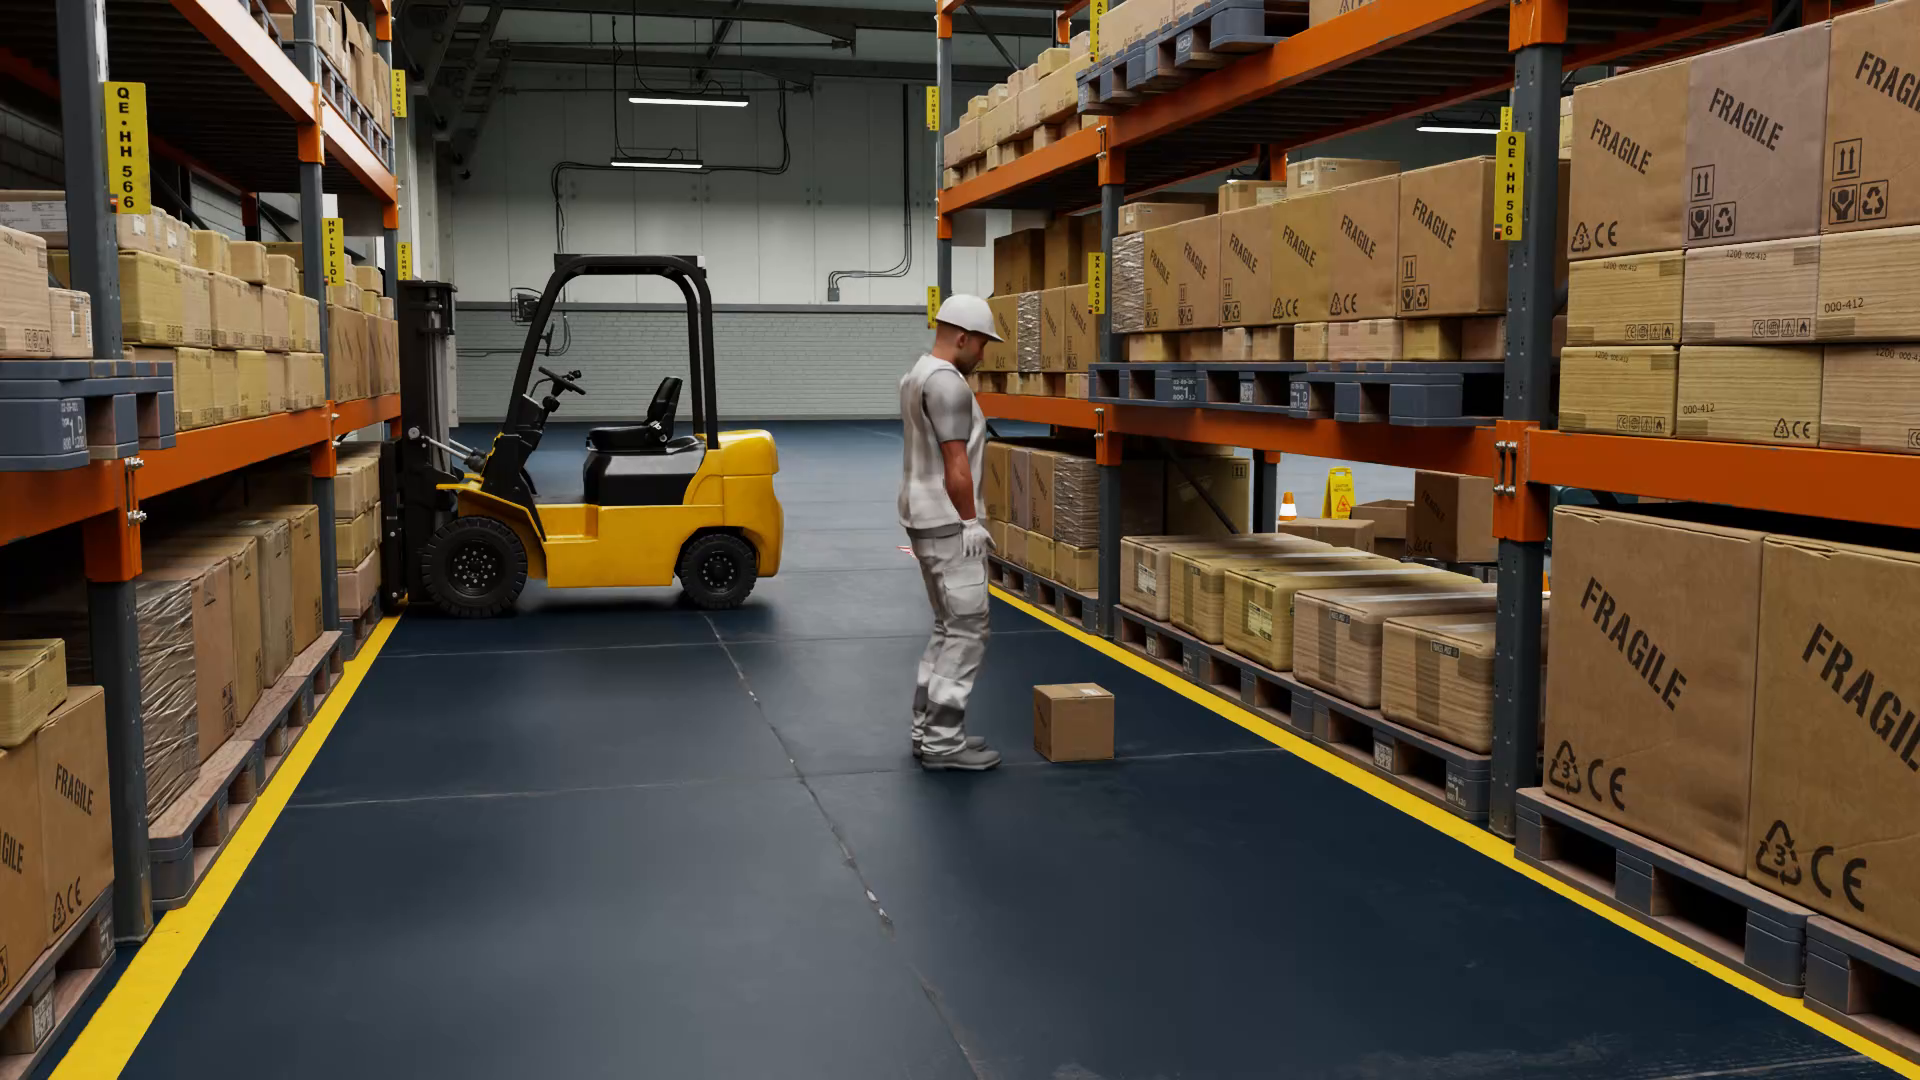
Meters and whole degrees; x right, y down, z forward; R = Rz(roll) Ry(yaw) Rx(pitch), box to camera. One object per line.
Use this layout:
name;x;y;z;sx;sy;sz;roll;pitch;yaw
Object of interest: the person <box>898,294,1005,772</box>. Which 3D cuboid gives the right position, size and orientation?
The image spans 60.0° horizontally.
person;-0.027;-0.037;6.259;0.400;1.763;0.534;-1;6;-12
